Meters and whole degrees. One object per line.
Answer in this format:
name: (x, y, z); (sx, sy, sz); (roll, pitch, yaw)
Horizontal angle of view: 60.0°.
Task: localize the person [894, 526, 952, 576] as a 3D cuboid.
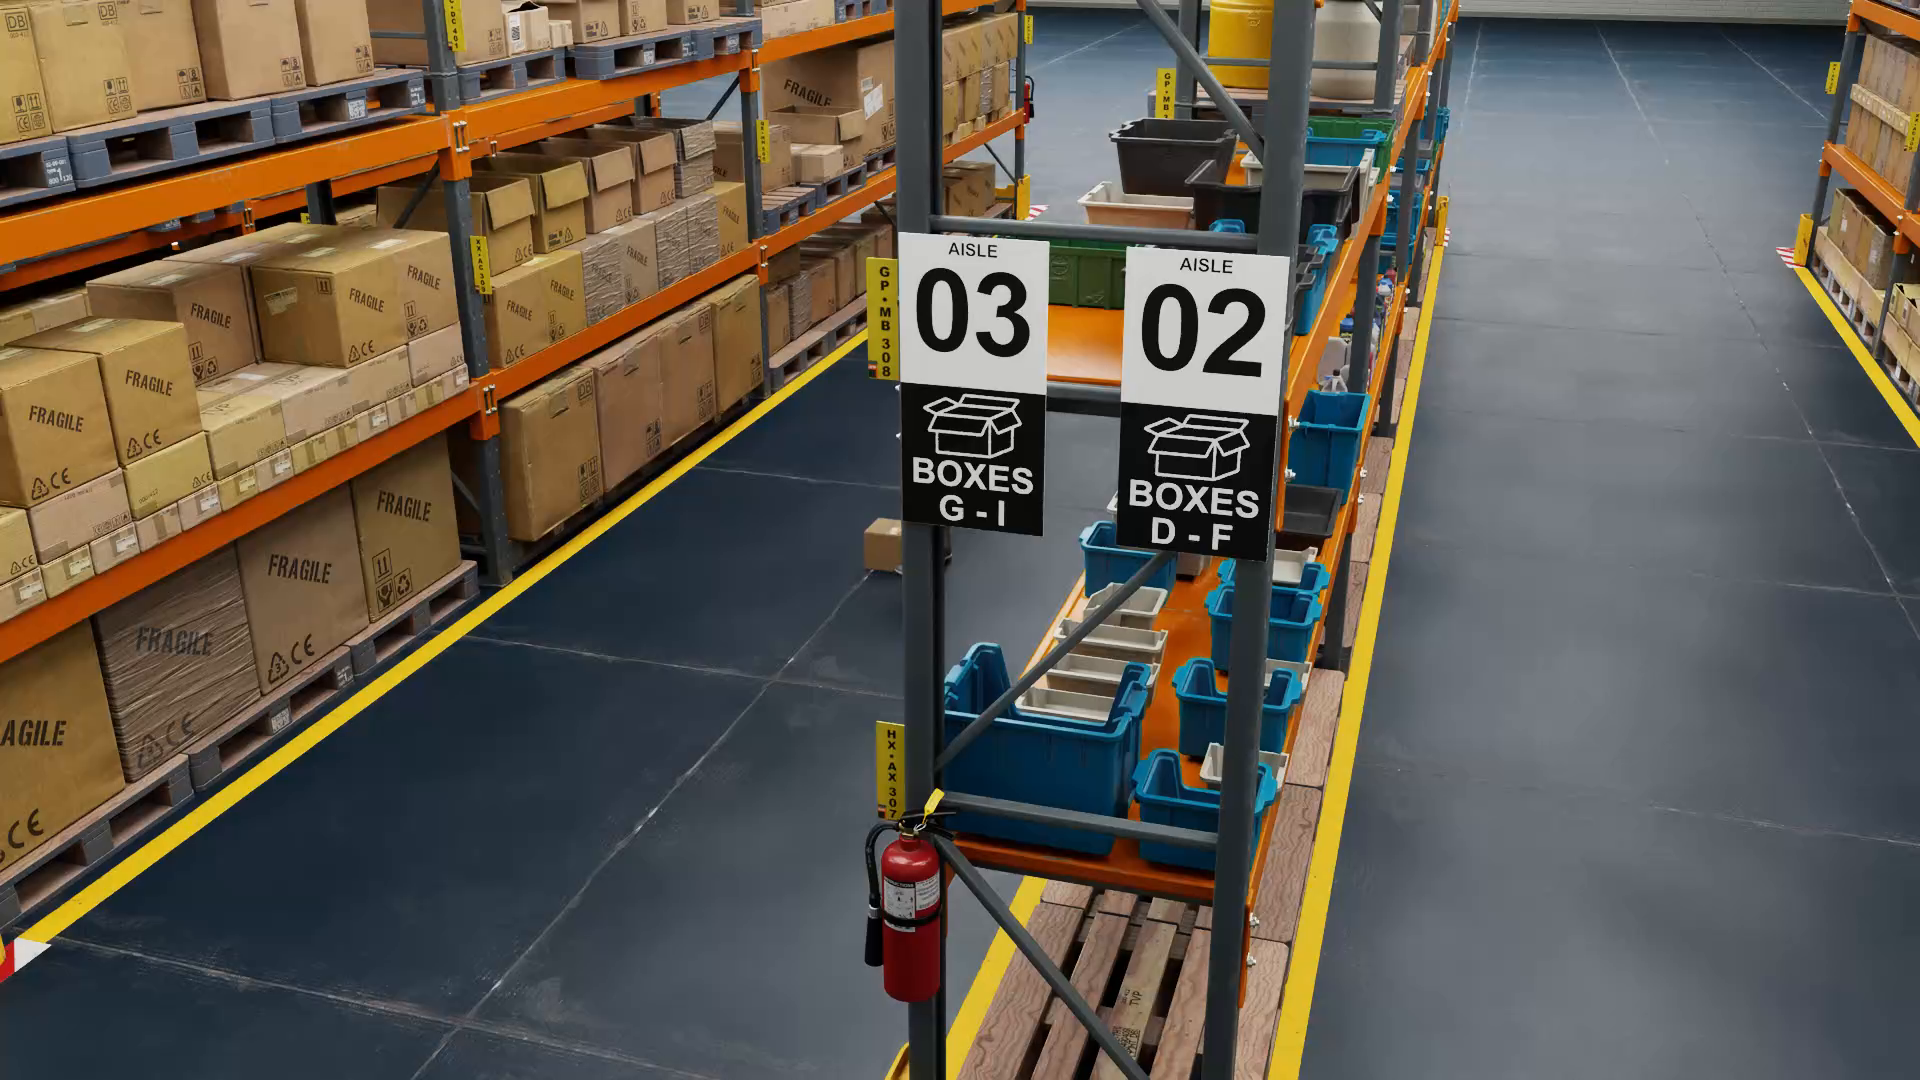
person: (-0.206, -0.597, 10.064); (0.396, 1.657, 0.520); (5, 23, 13)
